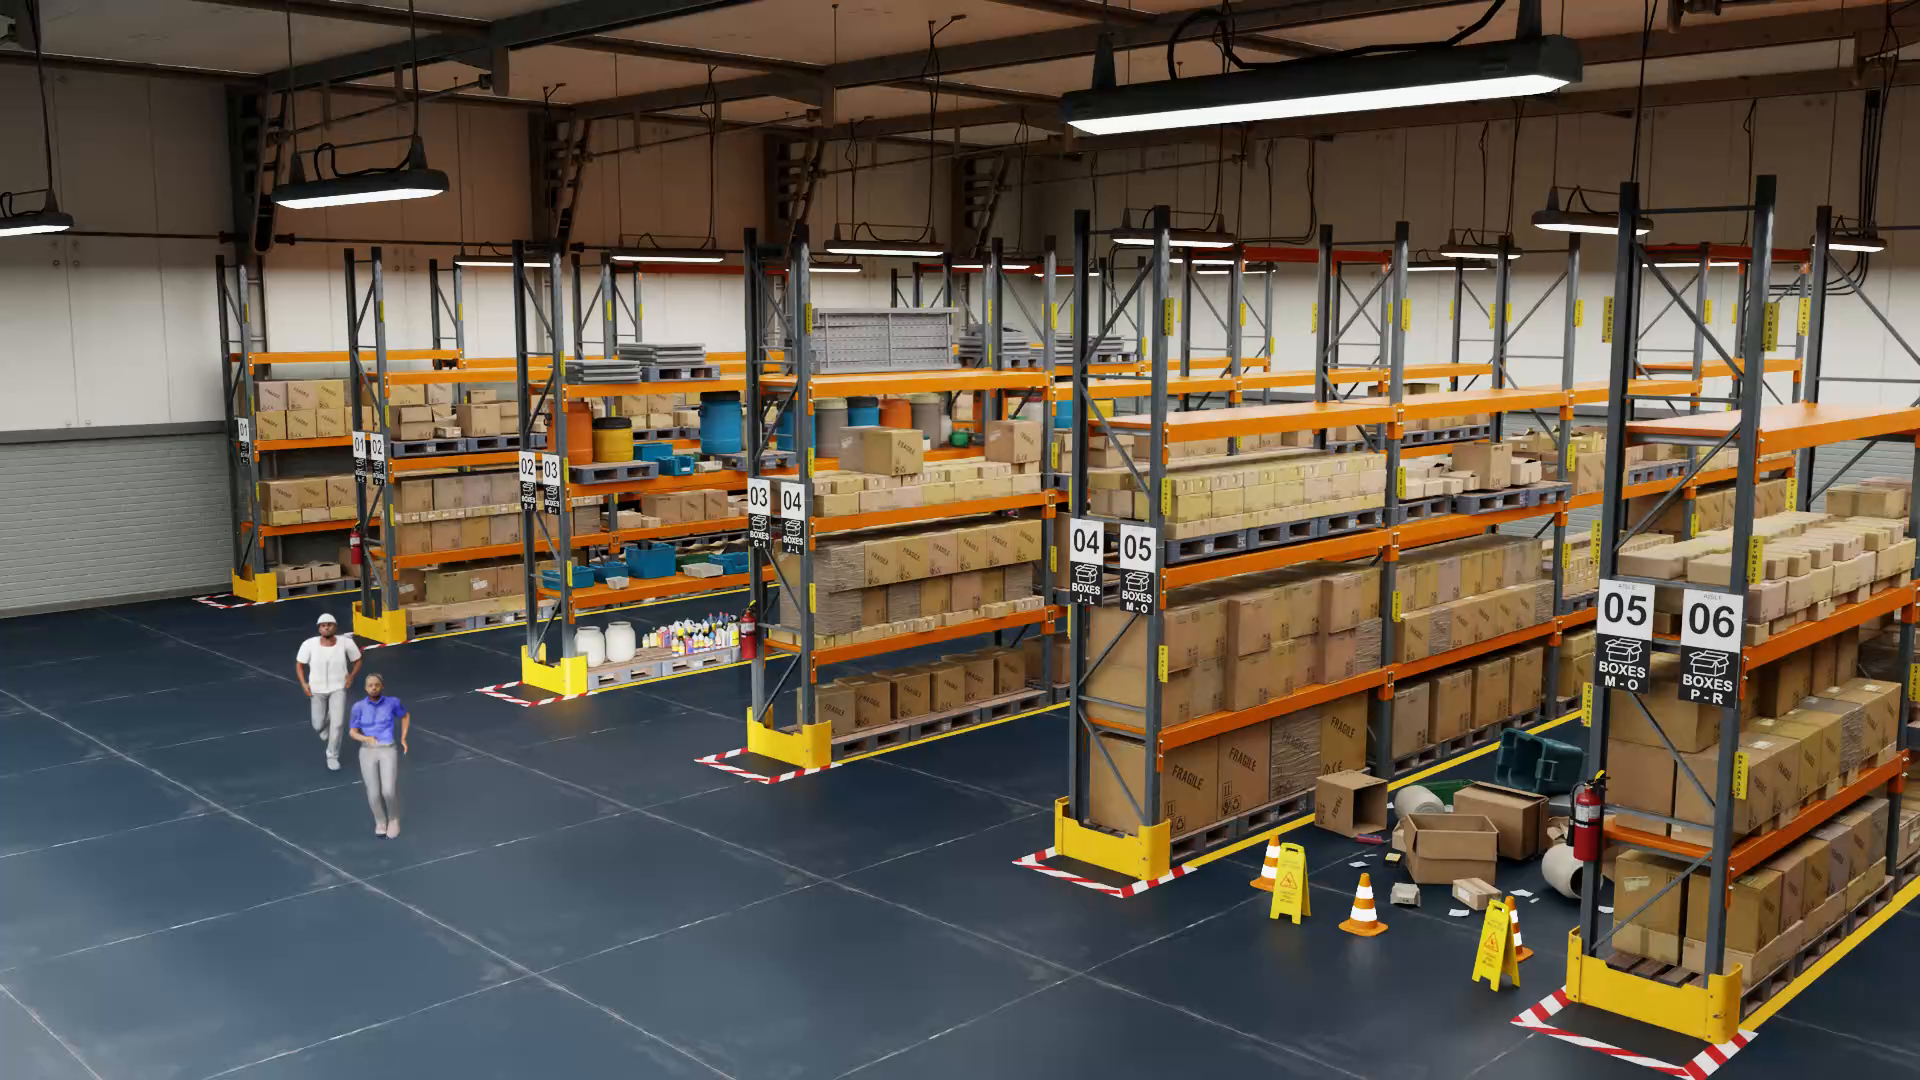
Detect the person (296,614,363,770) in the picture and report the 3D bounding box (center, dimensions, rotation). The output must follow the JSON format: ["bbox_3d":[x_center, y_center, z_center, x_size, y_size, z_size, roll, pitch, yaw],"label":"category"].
[{"bbox_3d":[-7.123,1.677,18.802,0.703,1.725,0.759,-2,8,-15],"label":"person"}]

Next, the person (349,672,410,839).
[{"bbox_3d":[-5.591,2.091,16.037,0.544,1.638,0.651,-2,8,-14],"label":"person"}]
